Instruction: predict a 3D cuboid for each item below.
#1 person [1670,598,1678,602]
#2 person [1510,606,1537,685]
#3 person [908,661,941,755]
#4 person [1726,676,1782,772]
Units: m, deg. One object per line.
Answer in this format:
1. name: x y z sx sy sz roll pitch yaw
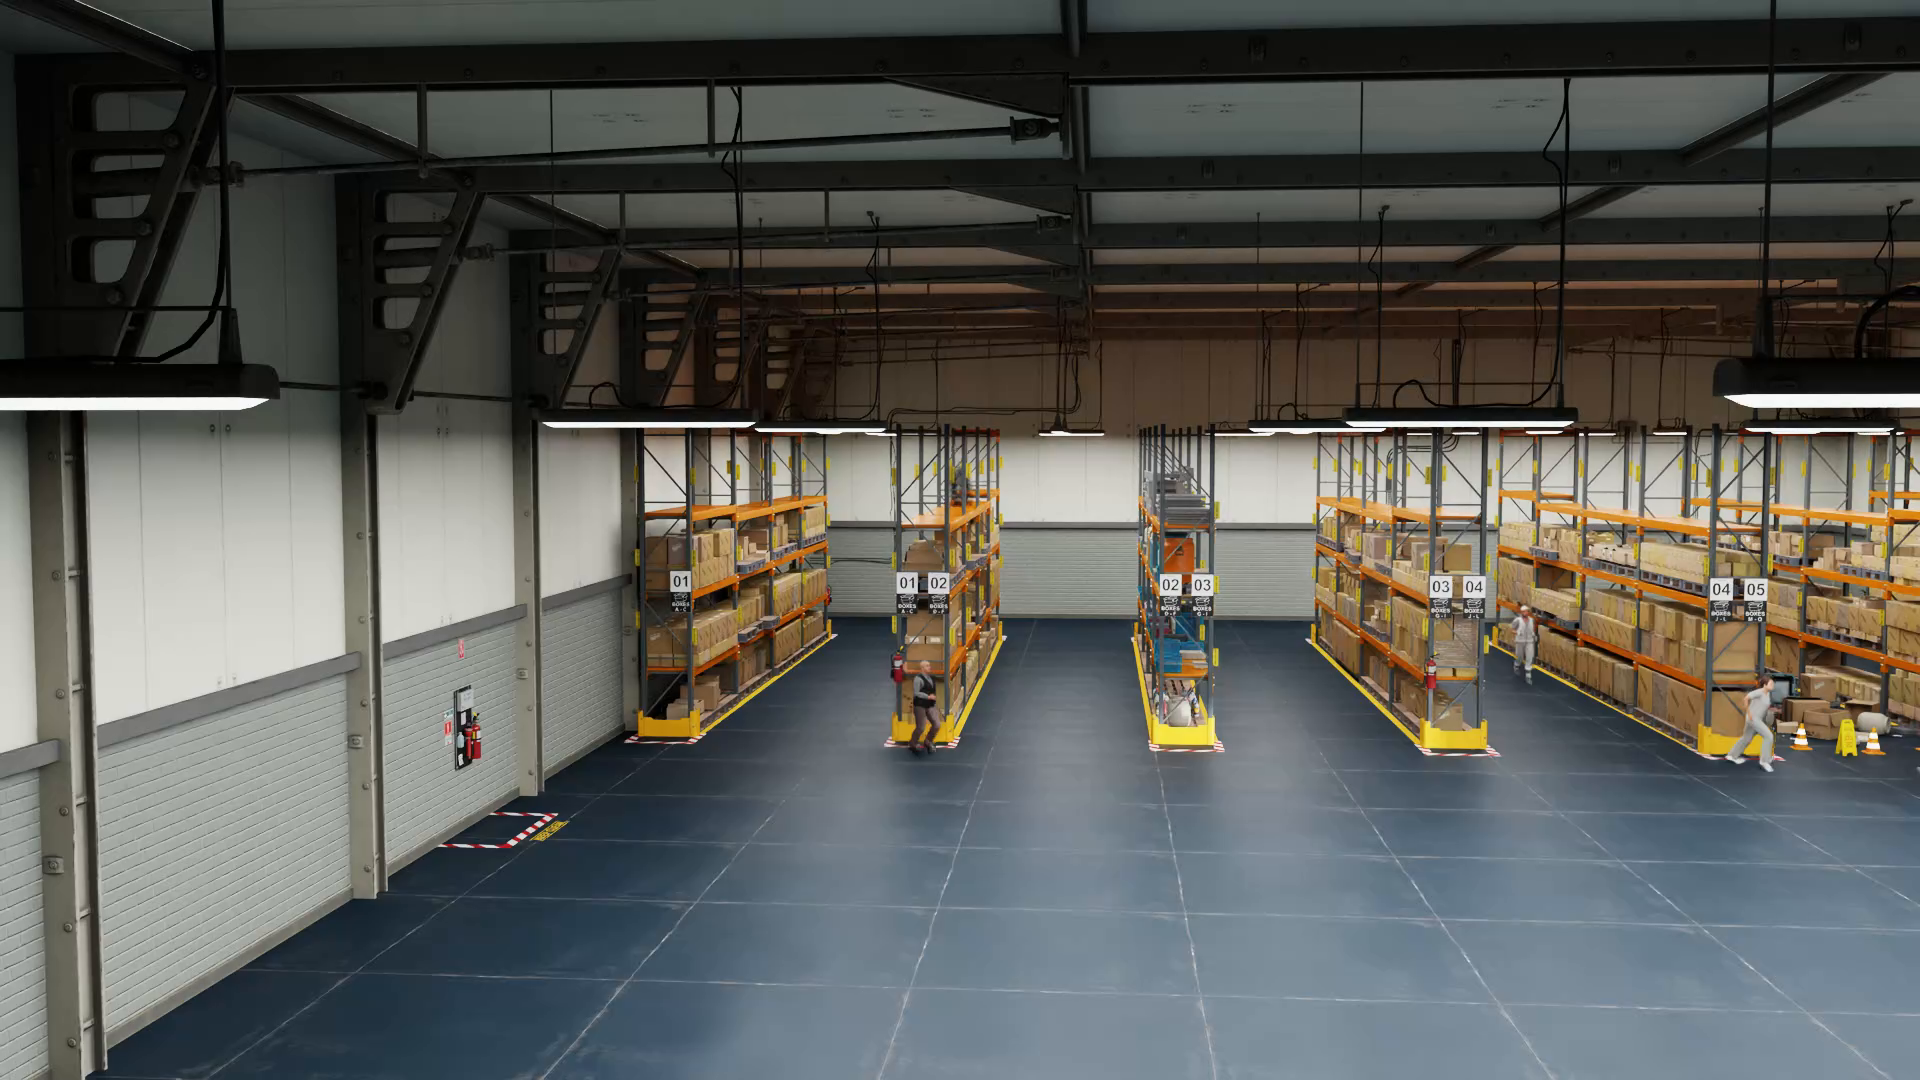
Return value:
1. person: 20.270 1.989 47.178 0.516 1.731 0.760 2 4 24
2. person: 13.282 2.443 39.177 0.656 1.811 0.991 0 3 2
3. person: -0.615 3.053 30.063 0.721 1.765 0.675 3 4 39
4. person: 13.748 3.144 28.845 0.880 1.614 0.583 3 5 43
